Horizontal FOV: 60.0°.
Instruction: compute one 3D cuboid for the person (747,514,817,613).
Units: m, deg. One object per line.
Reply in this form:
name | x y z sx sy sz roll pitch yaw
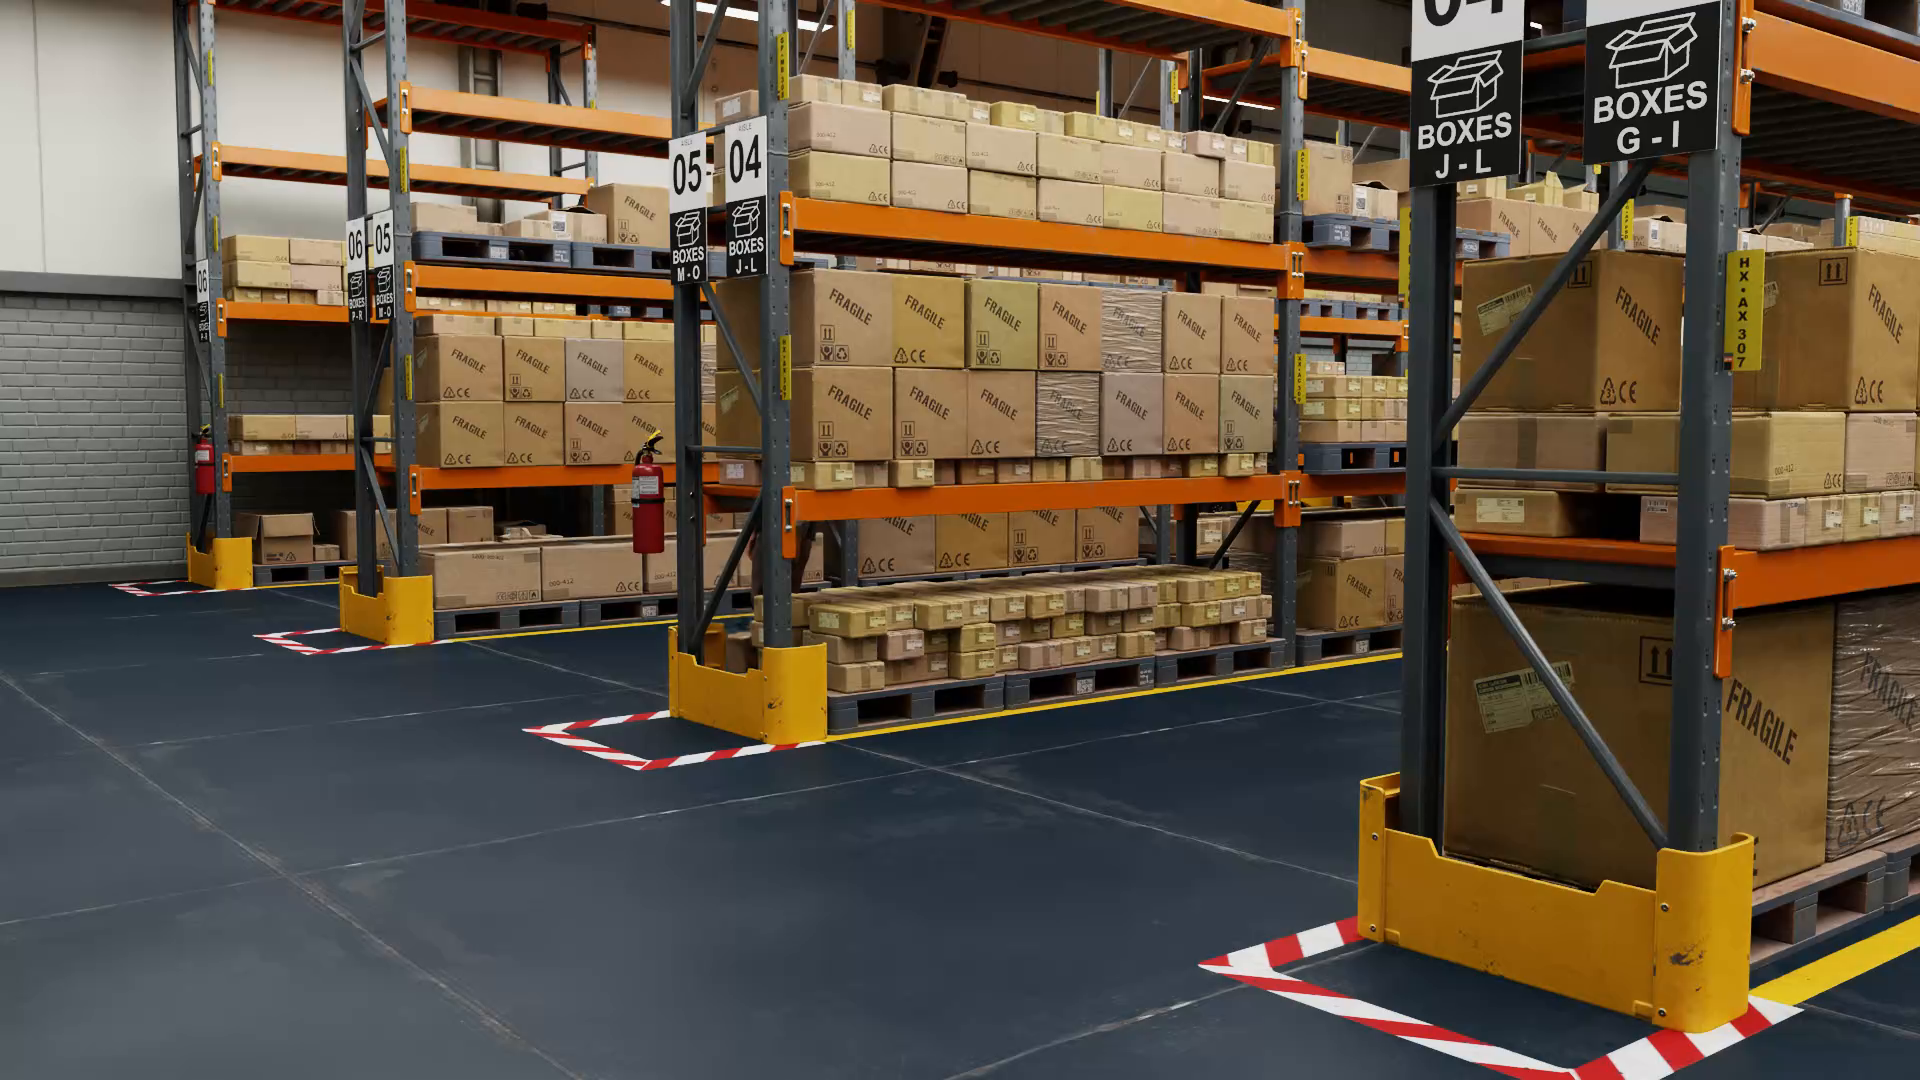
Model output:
person | -1.176 0.019 10.895 0.398 1.720 0.573 -4 6 -42
